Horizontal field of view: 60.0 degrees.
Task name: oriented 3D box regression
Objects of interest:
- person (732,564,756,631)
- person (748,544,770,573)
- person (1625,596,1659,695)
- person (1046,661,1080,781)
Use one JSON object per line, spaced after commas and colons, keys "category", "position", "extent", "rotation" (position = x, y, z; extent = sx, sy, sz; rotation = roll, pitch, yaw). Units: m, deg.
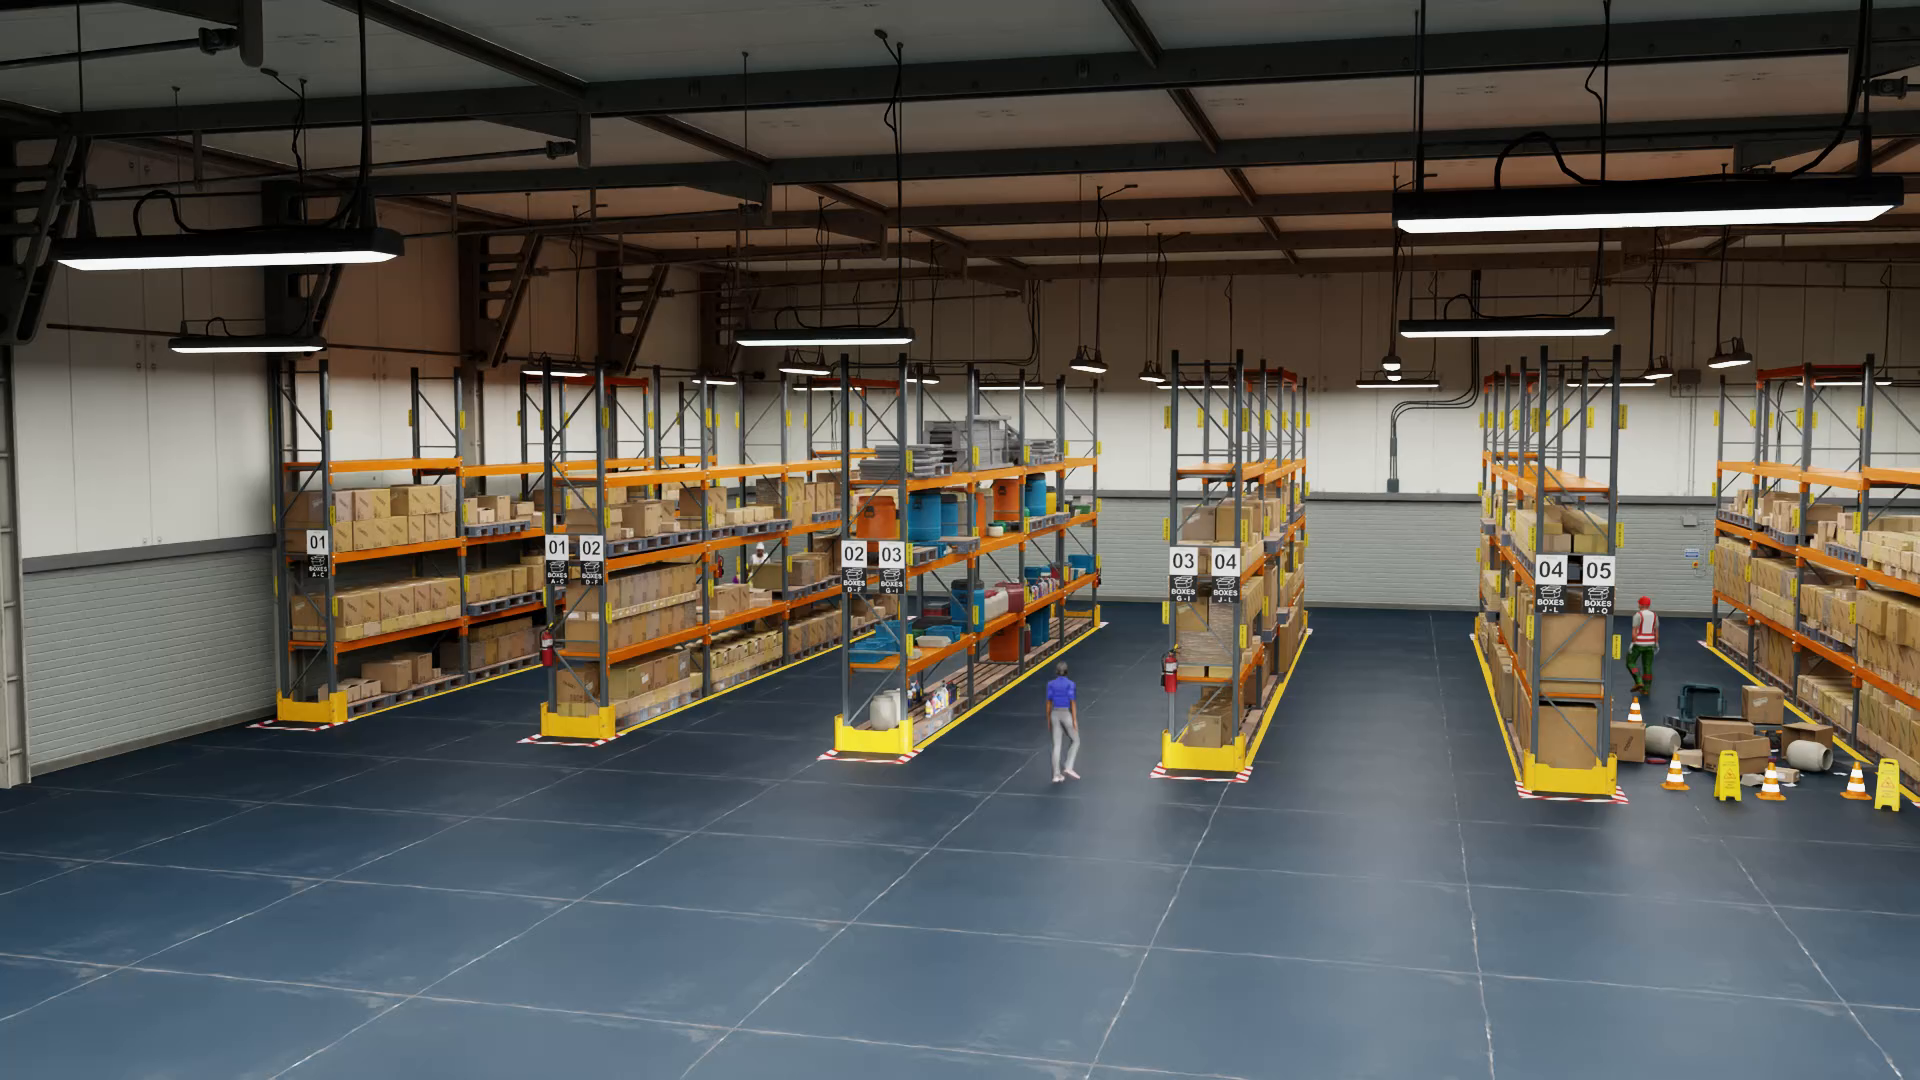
{"category": "person", "position": [-4.987, 1.364, 39.033], "extent": [0.678, 1.666, 0.697], "rotation": [2, 5, 26]}
{"category": "person", "position": [-5.269, 0.963, 43.780], "extent": [0.595, 1.714, 1.103], "rotation": [-1, 4, -12]}
{"category": "person", "position": [12.498, 1.923, 30.386], "extent": [0.602, 1.791, 0.467], "rotation": [-1, 4, -11]}
{"category": "person", "position": [1.415, 2.517, 23.090], "extent": [0.479, 1.656, 0.513], "rotation": [2, 5, 24]}
